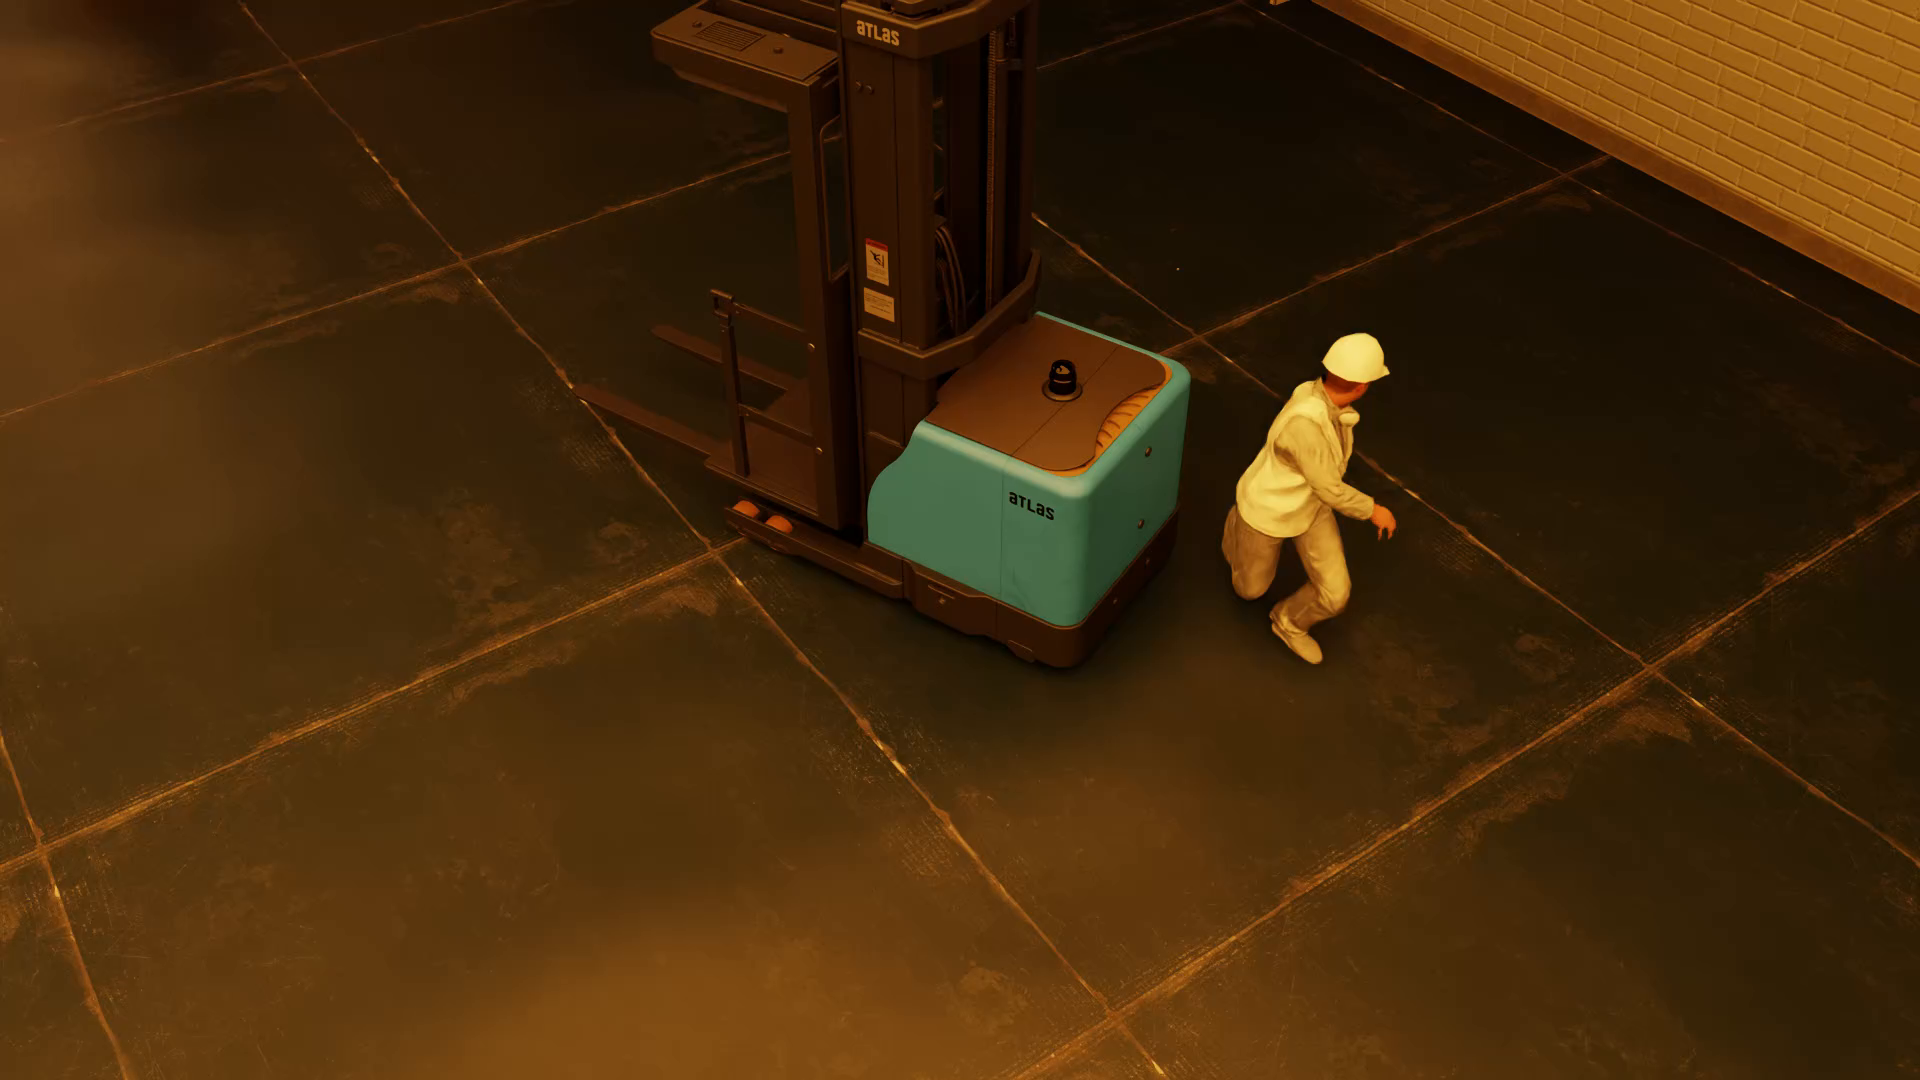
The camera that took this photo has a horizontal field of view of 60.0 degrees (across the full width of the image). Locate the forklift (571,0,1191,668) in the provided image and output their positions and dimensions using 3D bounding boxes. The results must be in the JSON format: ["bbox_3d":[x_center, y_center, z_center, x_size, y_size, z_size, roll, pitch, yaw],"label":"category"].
[{"bbox_3d":[-0.511,-1.302,7.129,3.031,2.935,1.130,24,48,24],"label":"forklift"}]

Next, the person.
[{"bbox_3d":[1.450,-0.238,7.034,0.632,1.547,0.880,-21,47,-21],"label":"person"}]
